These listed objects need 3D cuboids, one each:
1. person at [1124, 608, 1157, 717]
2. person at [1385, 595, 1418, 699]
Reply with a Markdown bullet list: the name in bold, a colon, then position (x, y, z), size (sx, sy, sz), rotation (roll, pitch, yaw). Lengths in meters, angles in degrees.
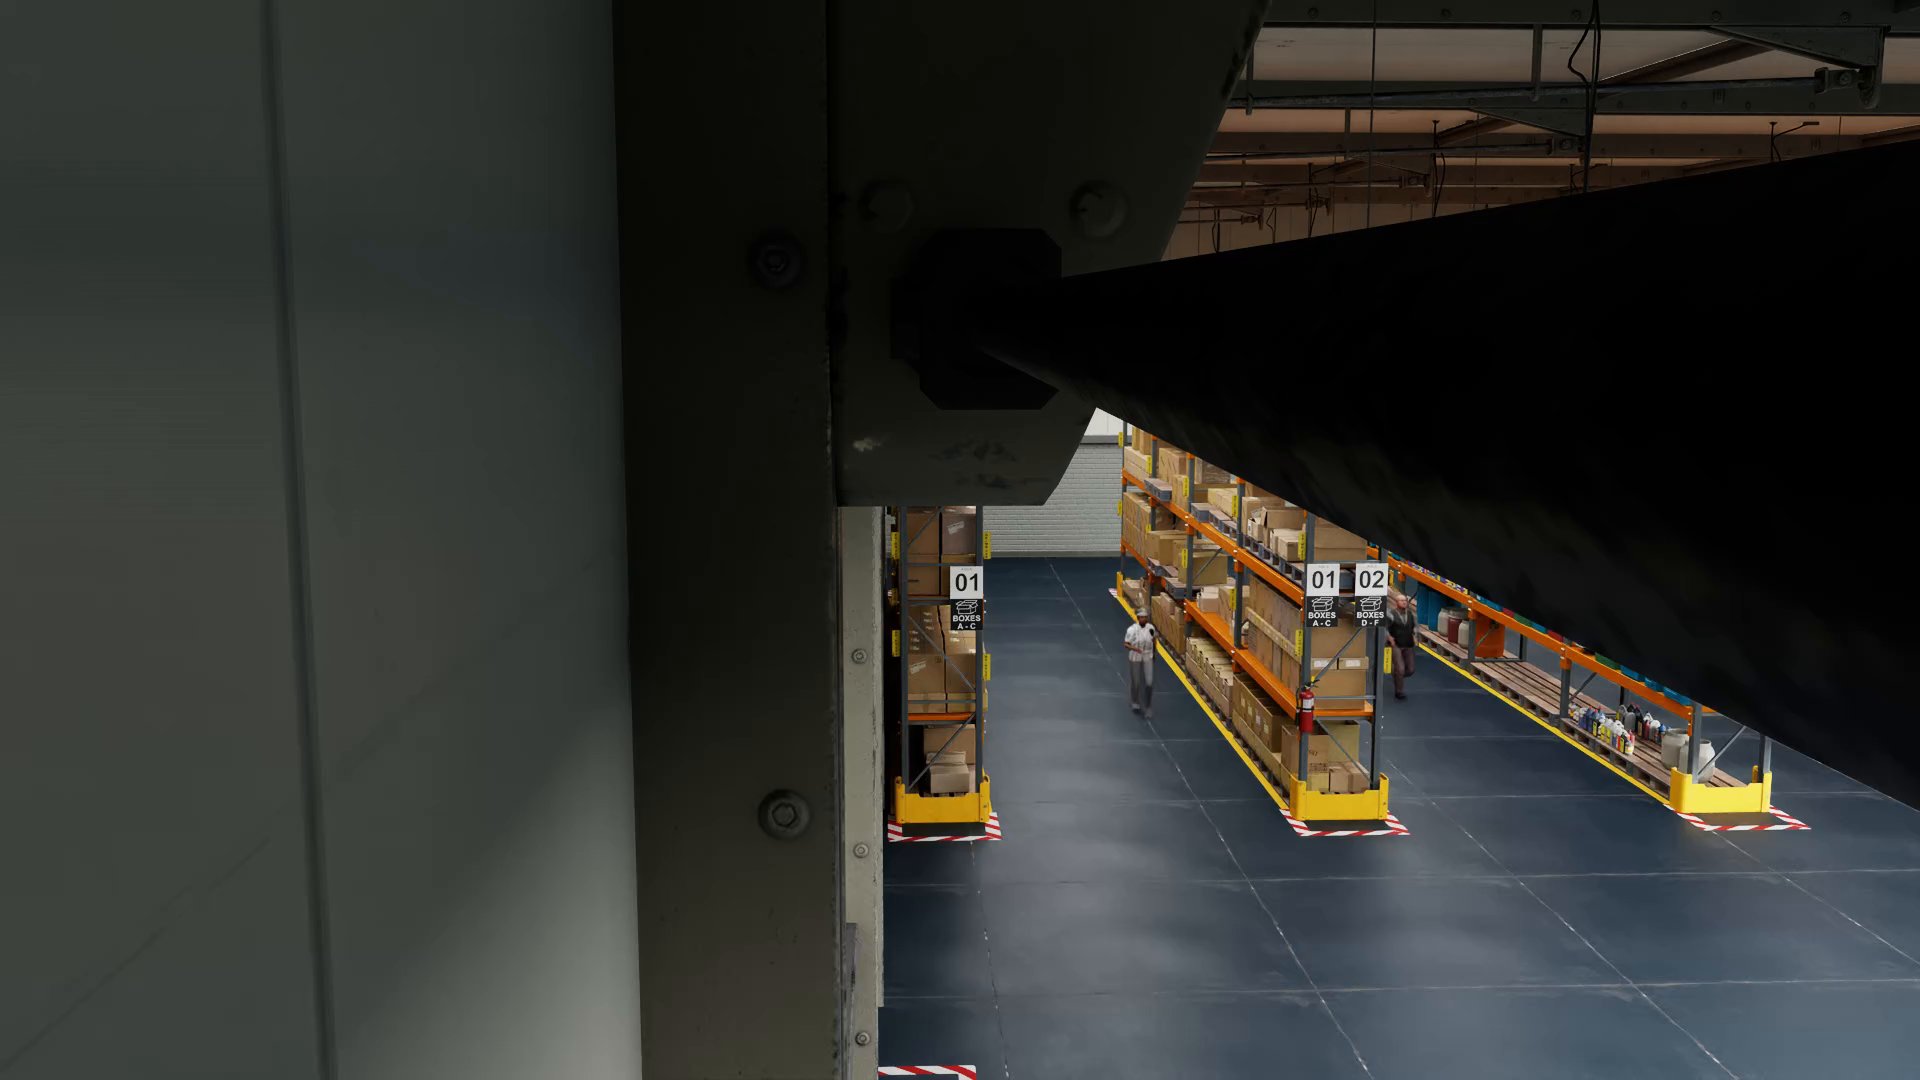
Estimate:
- **person**: position (2.812, 1.896, 25.807), size (0.566, 1.746, 0.727), rotation (-1, 8, -5)
- **person**: position (7.129, 1.721, 26.981), size (0.660, 1.672, 0.626), rotation (-1, 8, -8)
